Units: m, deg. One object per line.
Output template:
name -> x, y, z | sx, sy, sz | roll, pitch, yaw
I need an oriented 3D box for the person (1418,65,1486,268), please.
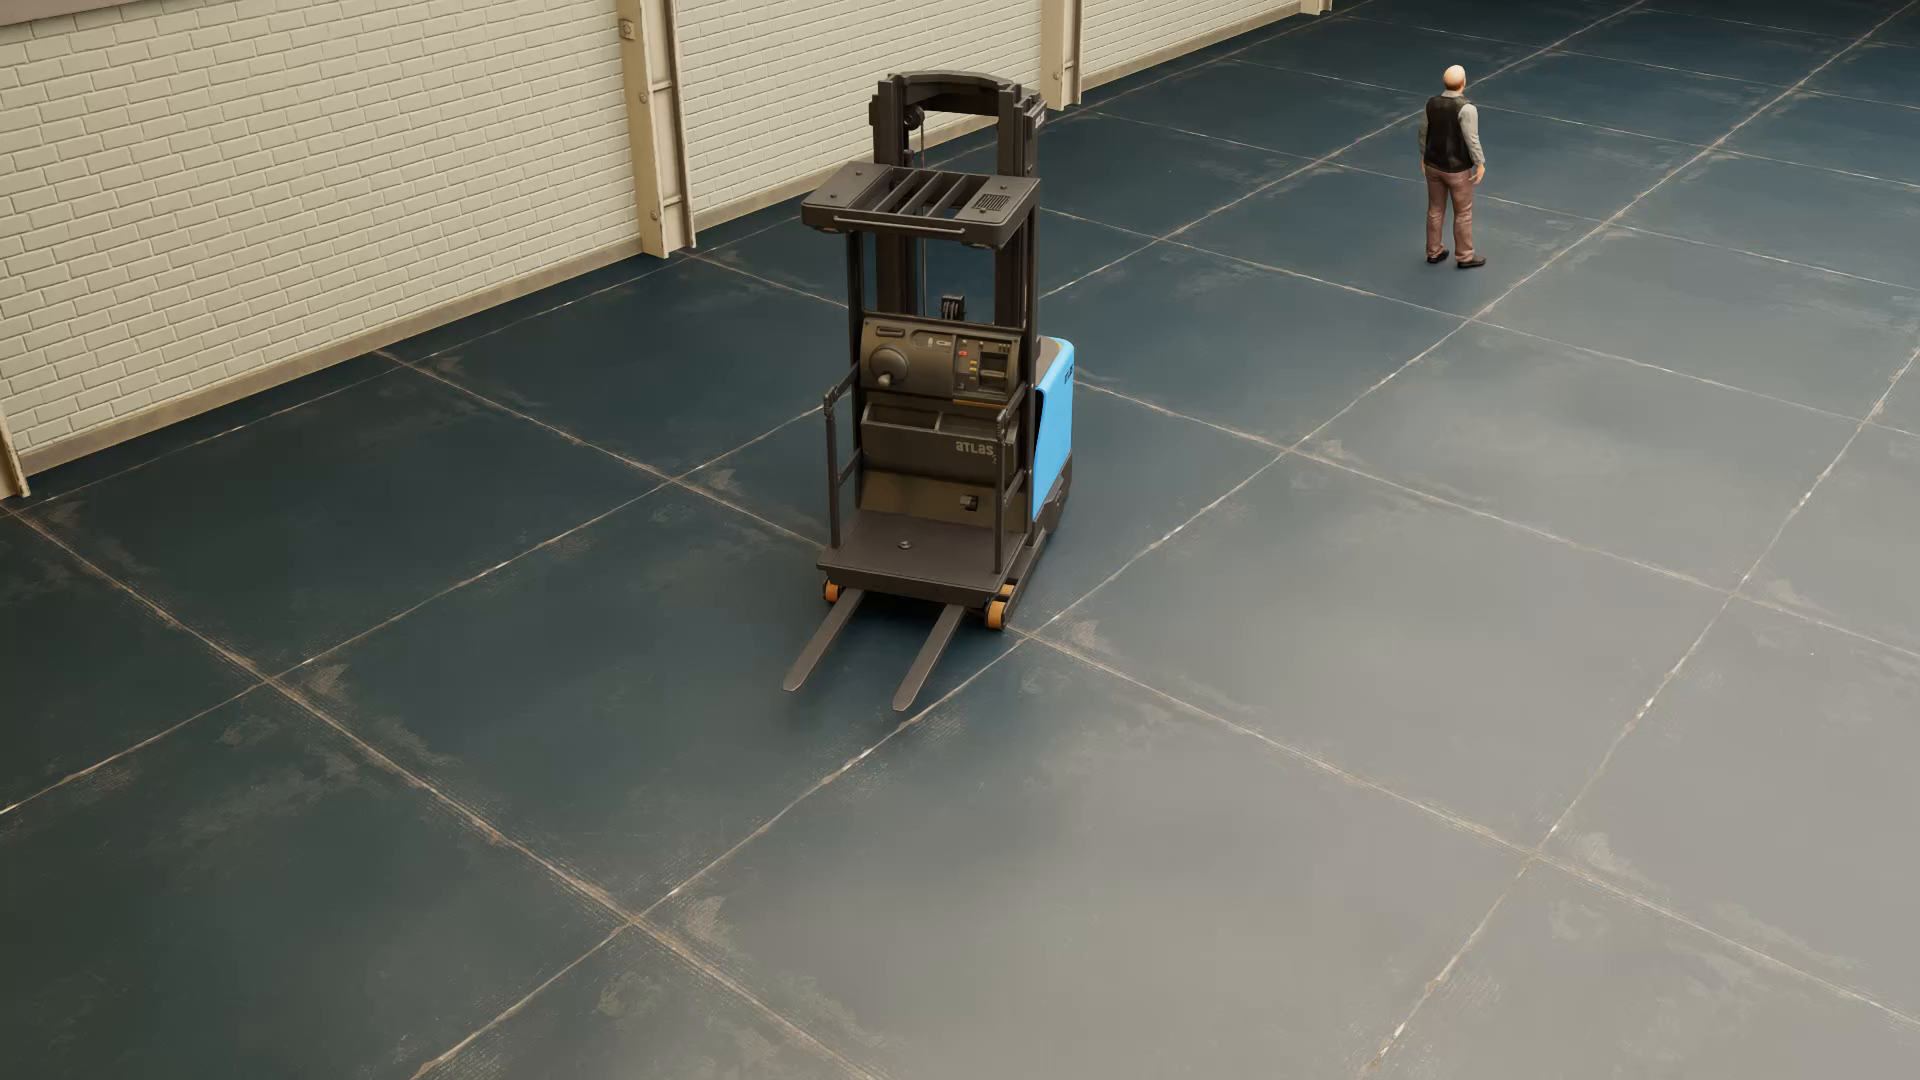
person -> 4.250, -3.218, 14.288 | 0.569, 1.720, 0.632 | -22, 37, -33

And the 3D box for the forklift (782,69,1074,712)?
forklift -> -0.176, -0.972, 9.258 | 1.130, 2.935, 3.031 | 9, 31, 14
